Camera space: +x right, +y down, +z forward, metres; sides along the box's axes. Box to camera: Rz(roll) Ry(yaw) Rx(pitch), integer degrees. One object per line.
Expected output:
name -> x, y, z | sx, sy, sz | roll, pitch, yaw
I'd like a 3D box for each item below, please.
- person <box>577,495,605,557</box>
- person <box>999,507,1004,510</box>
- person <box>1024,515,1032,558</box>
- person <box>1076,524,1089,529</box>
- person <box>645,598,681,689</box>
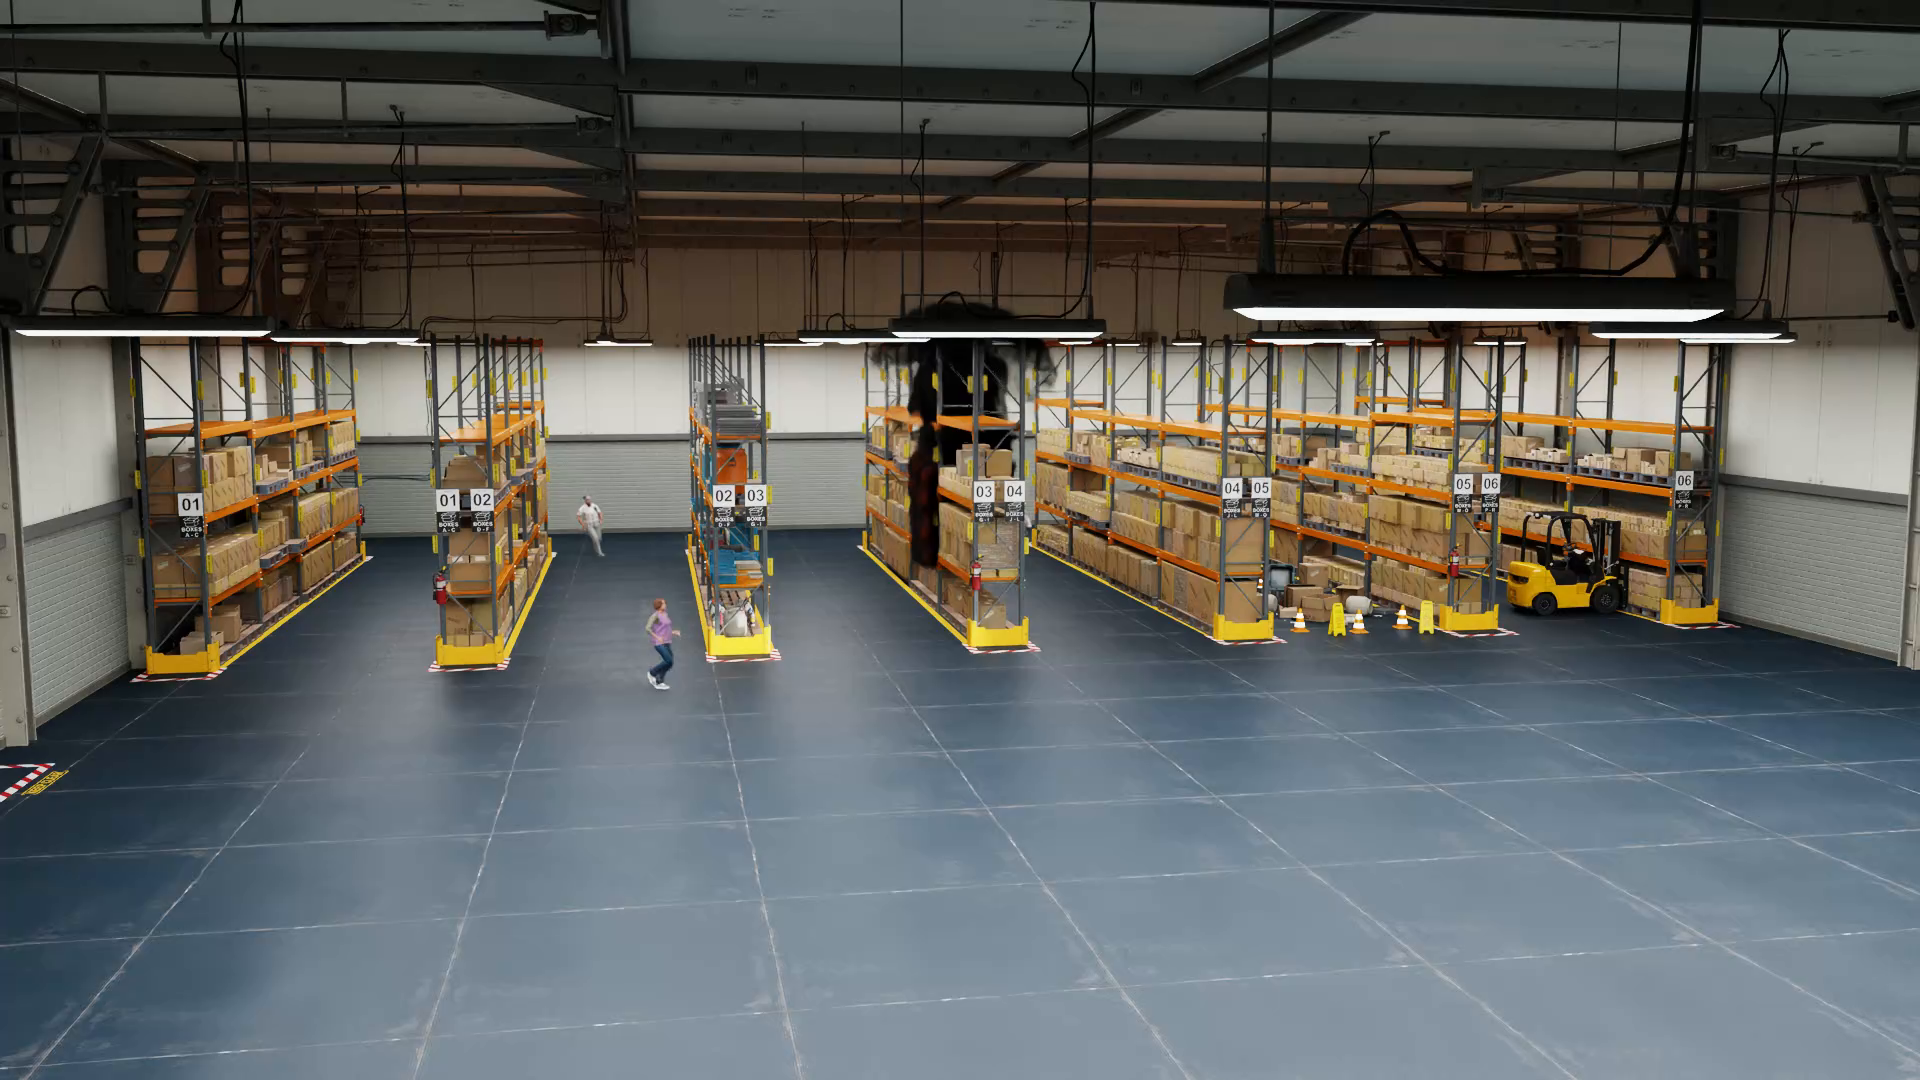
person -> -10.229, -0.406, 46.080 | 0.714, 1.721, 0.767 | -4, 8, -32
person -> 0.934, -0.653, 48.456 | 0.720, 1.679, 0.621 | 1, 7, 12
person -> 1.611, -0.139, 43.845 | 0.537, 1.529, 0.894 | -2, 7, -13
person -> 3.689, -0.848, 49.899 | 0.884, 1.685, 0.559 | -2, 7, -19
person -> -4.992, 1.747, 27.987 | 0.546, 1.554, 0.532 | 2, 7, 17
